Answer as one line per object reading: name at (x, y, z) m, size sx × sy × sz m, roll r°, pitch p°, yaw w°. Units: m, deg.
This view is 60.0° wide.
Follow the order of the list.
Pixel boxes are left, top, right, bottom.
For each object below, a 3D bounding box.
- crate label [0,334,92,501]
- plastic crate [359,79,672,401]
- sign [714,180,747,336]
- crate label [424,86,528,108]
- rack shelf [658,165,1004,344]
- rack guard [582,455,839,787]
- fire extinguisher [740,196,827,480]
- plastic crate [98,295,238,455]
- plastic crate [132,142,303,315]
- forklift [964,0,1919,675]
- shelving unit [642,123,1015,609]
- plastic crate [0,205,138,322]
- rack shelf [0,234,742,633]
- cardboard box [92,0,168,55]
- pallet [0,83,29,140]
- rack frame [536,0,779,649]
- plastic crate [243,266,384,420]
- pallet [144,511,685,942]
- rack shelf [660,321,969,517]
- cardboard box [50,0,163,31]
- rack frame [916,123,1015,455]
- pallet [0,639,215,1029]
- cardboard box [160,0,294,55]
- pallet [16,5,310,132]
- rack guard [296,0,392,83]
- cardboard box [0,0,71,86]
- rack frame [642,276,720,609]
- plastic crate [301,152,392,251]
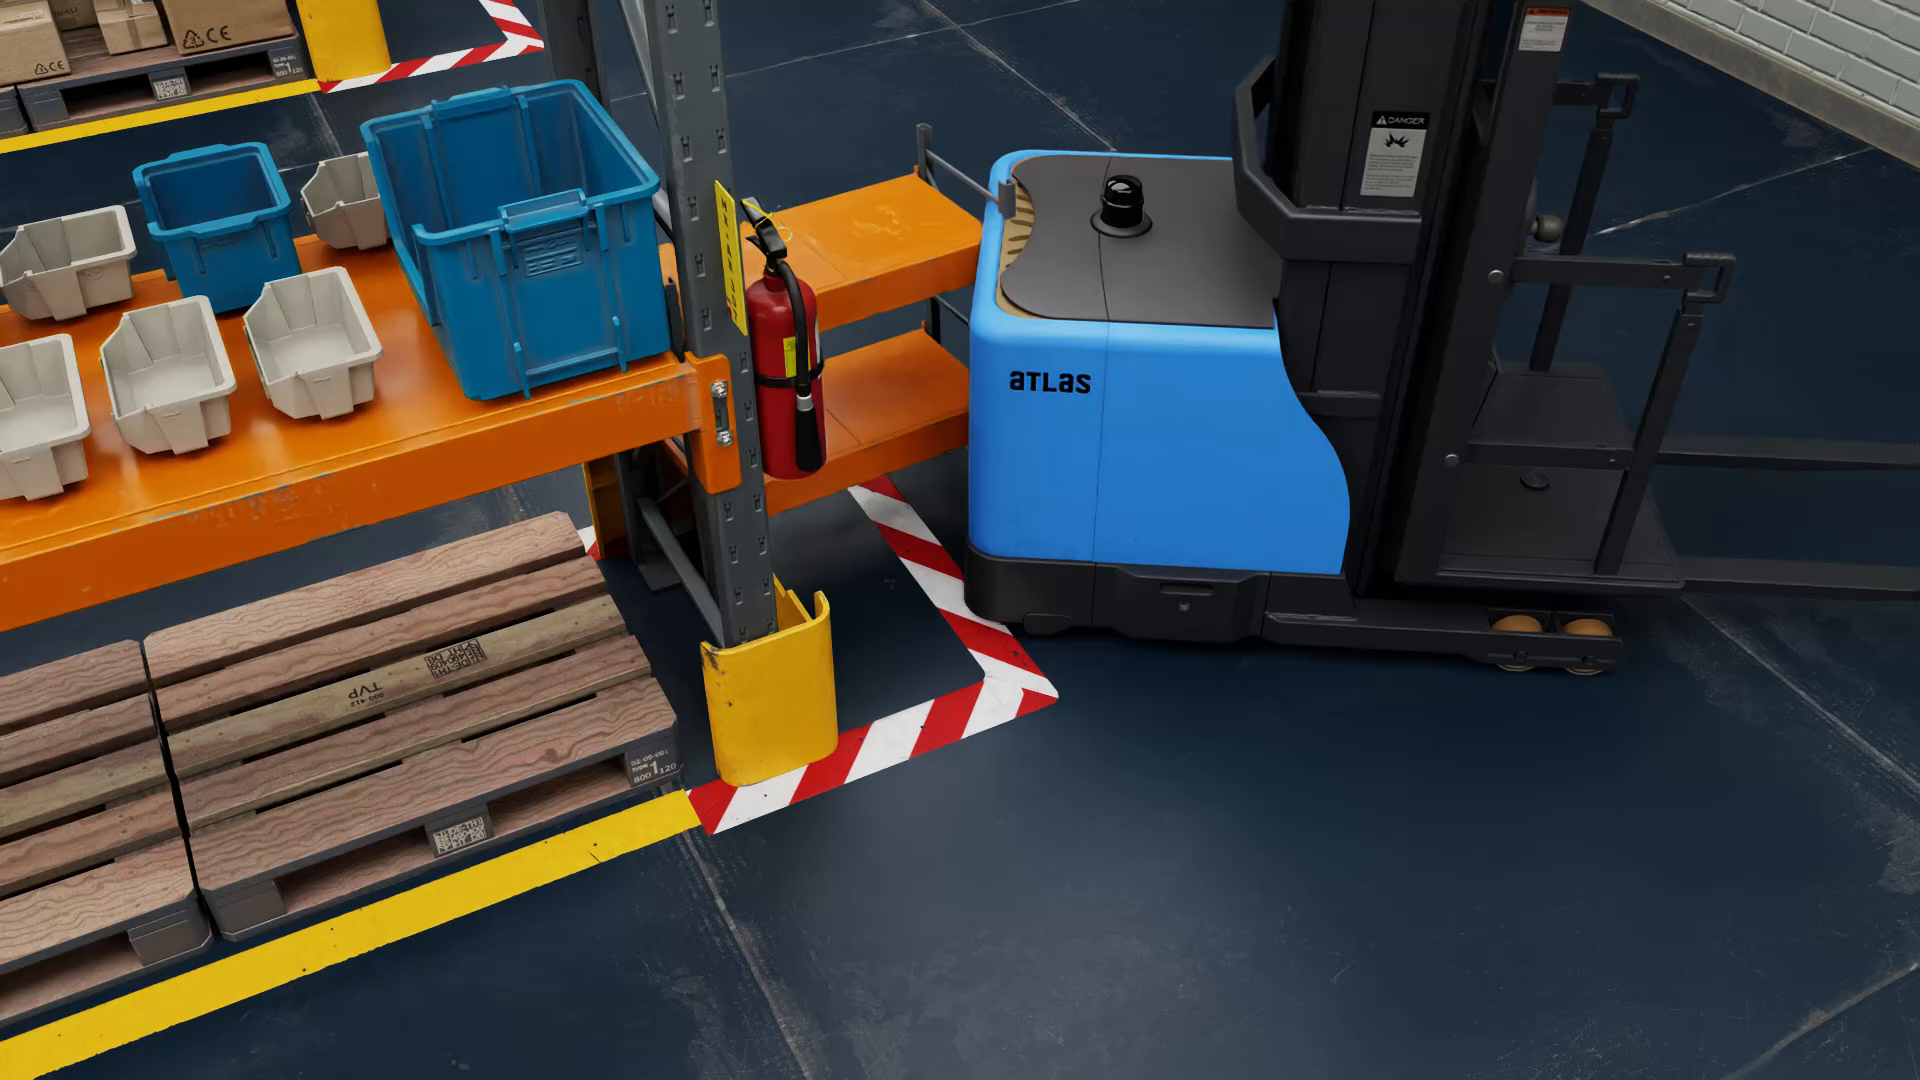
crate label at (-1.889, -0.238, 3.367) m, size 0.243 × 0.136 × 0.396 m, roll -19°, pitch 44°, yaw -21°
plastic crate at (-0.961, -0.667, 3.643) m, size 0.499 × 0.435 × 0.616 m, roll -19°, pitch 44°, yaw -21°
sign at (-0.481, -0.590, 3.499) m, size 0.005 × 0.325 × 0.100 m, roll -19°, pitch 44°, yaw -21°
crate label at (-1.121, -0.912, 4.089) m, size 0.303 × 0.233 × 0.416 m, roll -19°, pitch 44°, yaw -21°
rack shelf at (-0.416, -0.726, 4.733) m, size 1.000 × 0.278 × 0.538 m, roll -21°, pitch 41°, yaw -23°
rack guard at (-0.735, 0.102, 4.743) m, size 0.348 × 0.500 × 1.175 m, roll -19°, pitch 44°, yaw -21°
fire extinguisher at (-0.406, -0.451, 3.809) m, size 0.183 × 0.674 × 0.296 m, roll -19°, pitch 44°, yaw -21°
plastic crate at (-1.653, -0.335, 3.482) m, size 0.243 × 0.136 × 0.396 m, roll -19°, pitch 44°, yaw -21°
plastic crate at (-1.705, -0.715, 3.857) m, size 0.300 × 0.233 × 0.416 m, roll -19°, pitch 44°, yaw -21°
forklift at (1.556, -1.089, 4.268) m, size 3.031 × 2.935 × 1.130 m, roll 3°, pitch 40°, yaw 3°
shelving unit at (-0.408, -0.494, 4.911) m, size 1.048 × 1.125 × 0.538 m, roll -21°, pitch 41°, yaw -23°
plastic crate at (-2.045, -0.624, 3.824) m, size 0.298 × 0.136 × 0.250 m, roll -19°, pitch 44°, yaw -21°
rack shelf at (-2.524, 0.034, 3.445) m, size 4.000 × 0.370 × 1.077 m, roll -19°, pitch 44°, yaw -21°
cardboard box at (-3.804, -2.391, 7.606) m, size 0.250 × 0.166 × 0.380 m, roll -19°, pitch 44°, yaw -21°
pallet at (-4.889, -1.990, 7.438) m, size 1.213 × 0.211 × 1.003 m, roll -19°, pitch 44°, yaw -21°
rack frame at (-0.750, -0.838, 3.918) m, size 0.127 × 3.000 × 1.000 m, roll -19°, pitch 44°, yaw -21°
plastic crate at (-1.390, -0.413, 3.574) m, size 0.243 × 0.136 × 0.396 m, roll -19°, pitch 44°, yaw -21°
pallet at (-1.499, 0.450, 4.555) m, size 1.213 × 0.211 × 1.003 m, roll -19°, pitch 44°, yaw -21°
rack shelf at (-0.401, -0.300, 5.060) m, size 1.000 × 0.278 × 0.538 m, roll -21°, pitch 41°, yaw -23°
cardboard box at (-4.091, -2.647, 7.843) m, size 0.500 × 0.250 × 0.500 m, roll -19°, pitch 44°, yaw -21°
rack frame at (0.027, -0.663, 5.112) m, size 0.032 × 1.125 × 0.500 m, roll -21°, pitch 41°, yaw -23°
pallet at (-2.580, 0.812, 4.128) m, size 1.213 × 0.211 × 1.003 m, roll -19°, pitch 44°, yaw -21°
cardboard box at (-3.403, -2.588, 7.580) m, size 0.500 × 0.500 × 0.500 m, roll -19°, pitch 44°, yaw -21°
pallet at (-3.809, -2.352, 7.865) m, size 1.213 × 0.211 × 1.003 m, roll -19°, pitch 44°, yaw -21°
rack guard at (-3.102, -2.701, 8.054) m, size 0.348 × 0.500 × 1.175 m, roll -19°, pitch 44°, yaw -21°
cardboard box at (-4.260, -2.226, 7.346) m, size 0.500 × 0.250 × 0.500 m, roll -19°, pitch 44°, yaw -21°
rack frame at (-0.843, -0.325, 4.710) m, size 0.032 × 1.125 × 0.500 m, roll -21°, pitch 41°, yaw -23°
plastic crate at (-1.444, -0.827, 4.063) m, size 0.298 × 0.136 × 0.250 m, roll -19°, pitch 44°, yaw -21°
